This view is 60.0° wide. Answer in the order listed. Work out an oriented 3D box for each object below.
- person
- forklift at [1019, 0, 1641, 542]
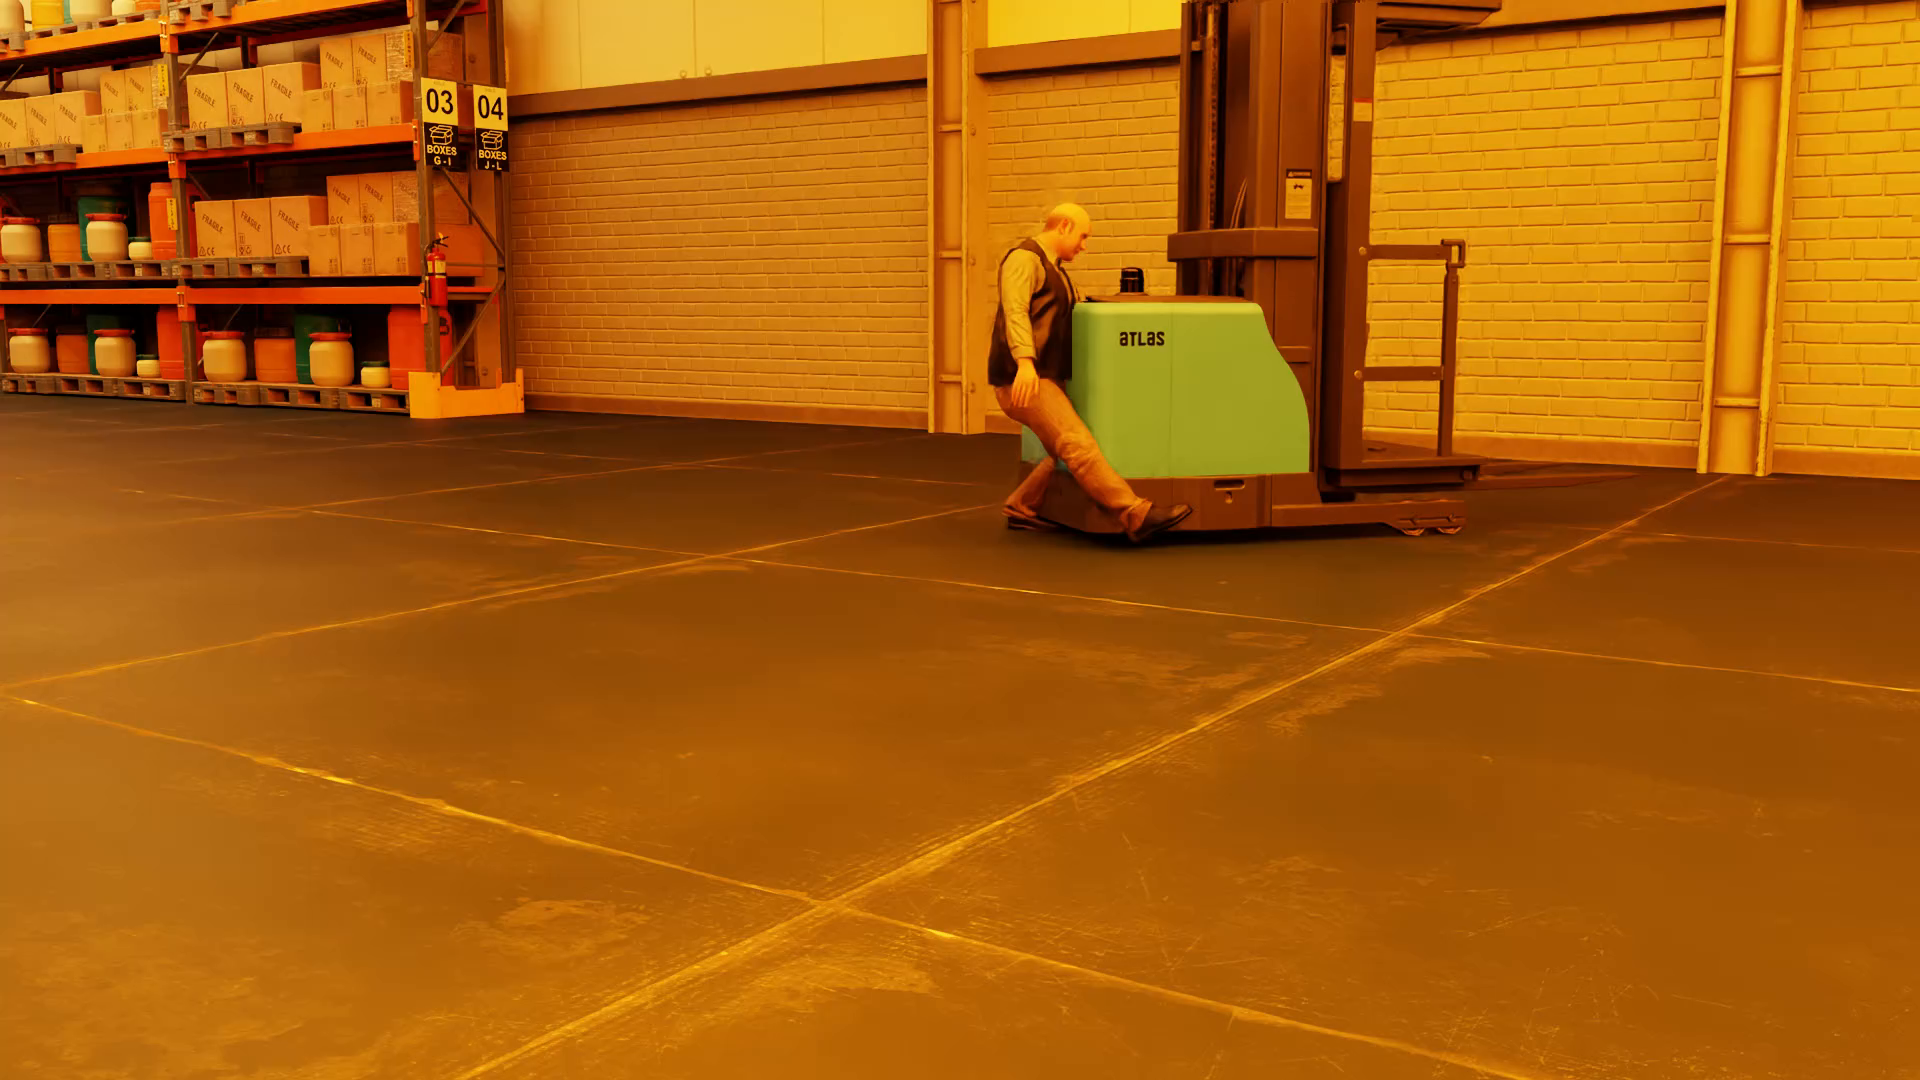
[{"bbox_3d":[0.574,-0.722,7.362,1.124,1.530,0.879,4,9,25],"label":"person"},{"bbox_3d":[1.863,-1.537,8.004,3.031,2.935,1.130,-3,8,-17],"label":"forklift"}]
